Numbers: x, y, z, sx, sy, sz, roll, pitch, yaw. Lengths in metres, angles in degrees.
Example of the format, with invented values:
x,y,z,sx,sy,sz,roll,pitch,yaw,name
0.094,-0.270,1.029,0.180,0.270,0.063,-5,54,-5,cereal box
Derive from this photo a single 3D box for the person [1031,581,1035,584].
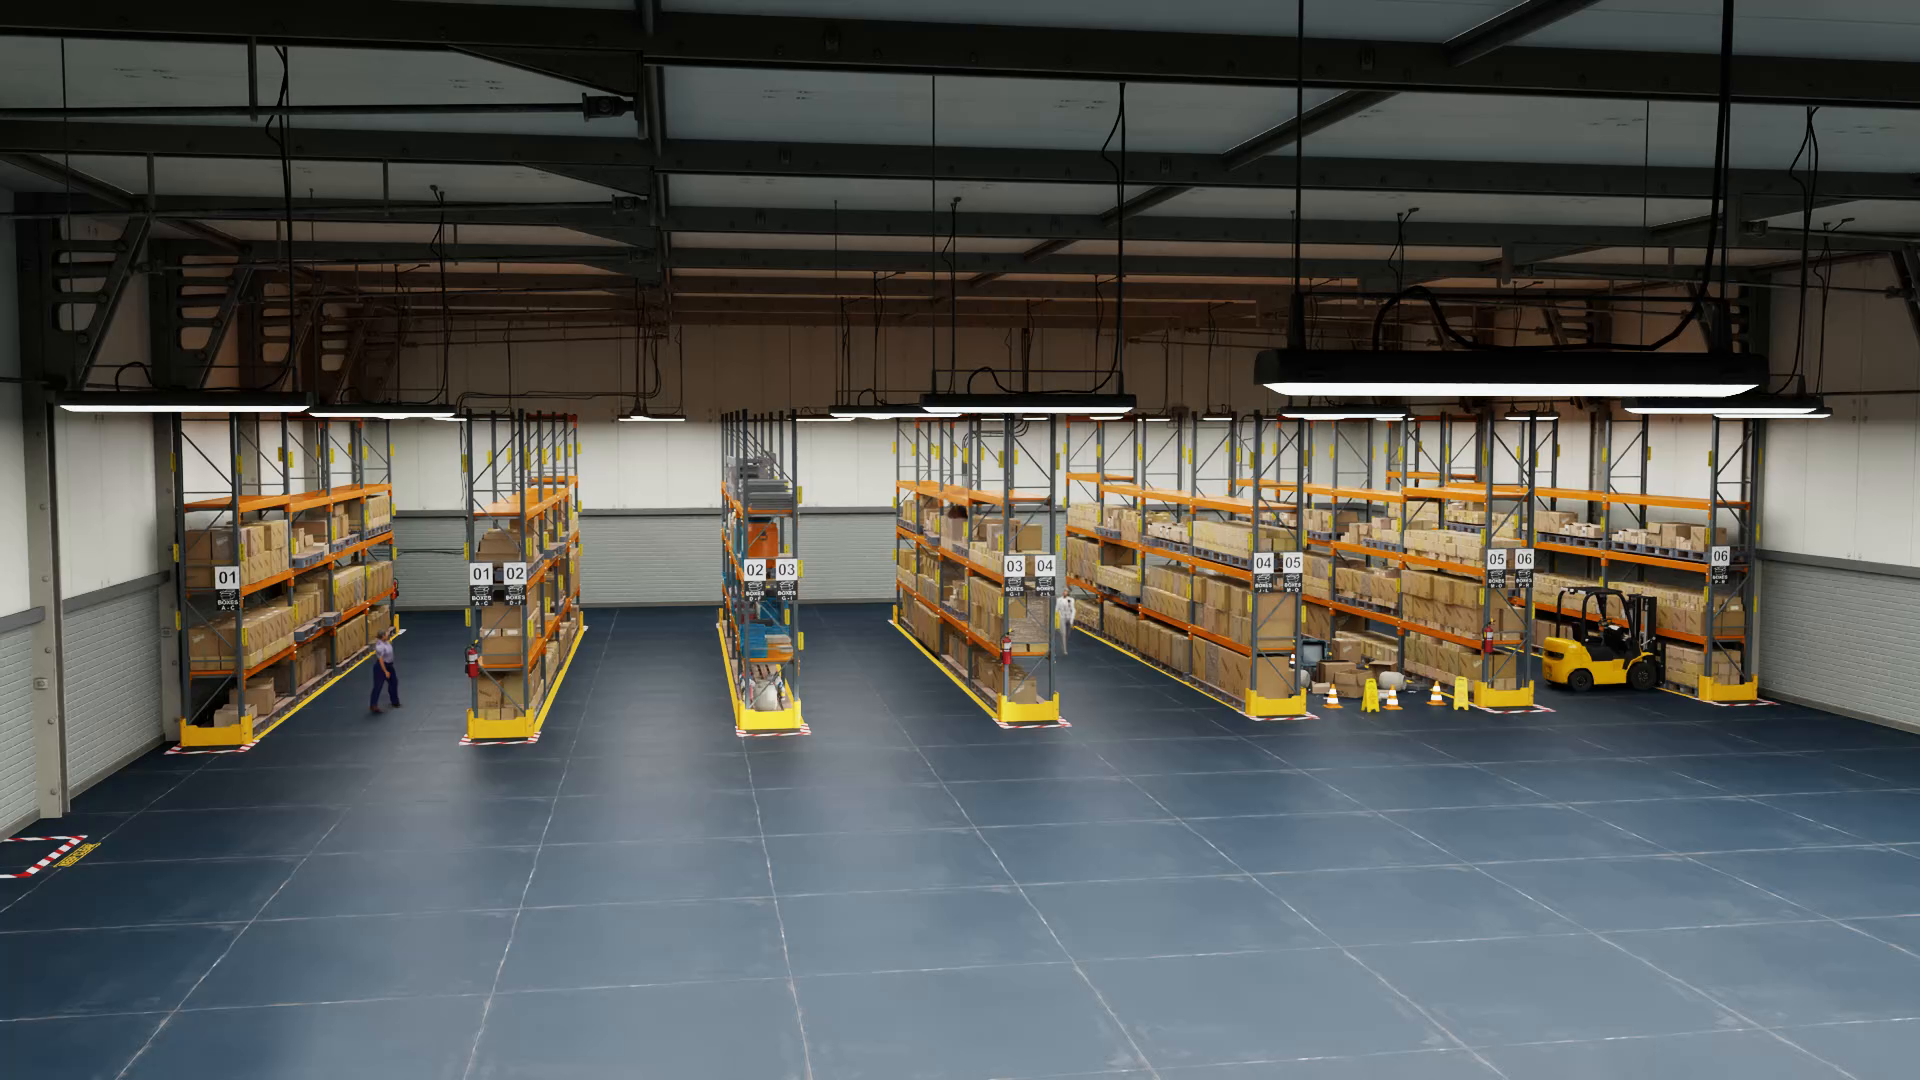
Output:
x,y,z,sx,sy,sz,roll,pitch,yaw,name
1.911,1.553,47.980,0.526,1.633,0.689,0,4,4,person

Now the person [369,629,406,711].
x,y,z,sx,sy,sz,roll,pitch,yaw,name
-11.493,2.600,33.284,0.536,1.670,0.659,1,4,7,person

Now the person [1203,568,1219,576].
x,y,z,sx,sy,sz,roll,pitch,yaw,name
7.929,1.159,52.787,0.498,1.805,0.518,-3,5,-32,person

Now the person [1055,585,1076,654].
x,y,z,sx,sy,sz,roll,pitch,yaw,name
2.568,1.923,40.575,0.441,1.638,0.975,-1,4,-15,person
